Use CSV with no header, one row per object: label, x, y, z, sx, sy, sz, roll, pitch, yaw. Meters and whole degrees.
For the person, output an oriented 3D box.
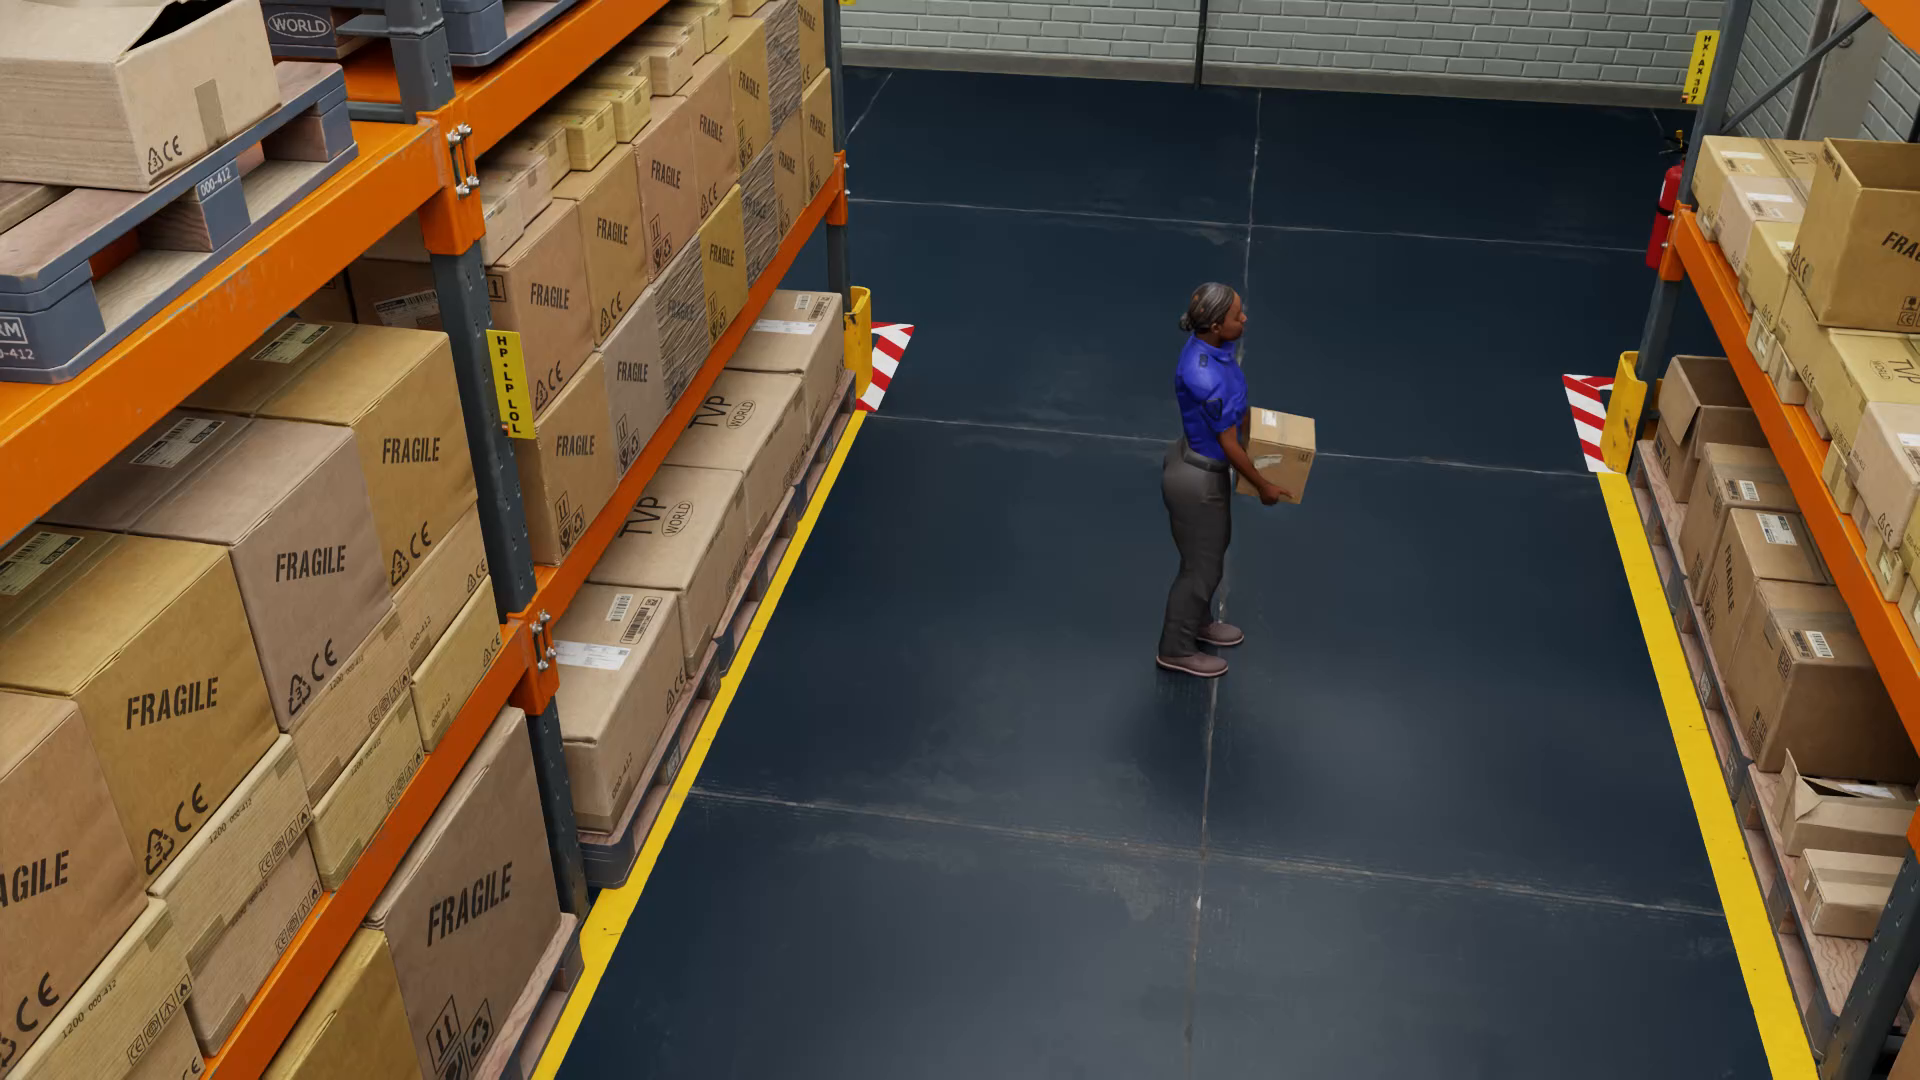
person,1.043,-0.230,6.511,0.505,1.656,0.423,5,33,8
